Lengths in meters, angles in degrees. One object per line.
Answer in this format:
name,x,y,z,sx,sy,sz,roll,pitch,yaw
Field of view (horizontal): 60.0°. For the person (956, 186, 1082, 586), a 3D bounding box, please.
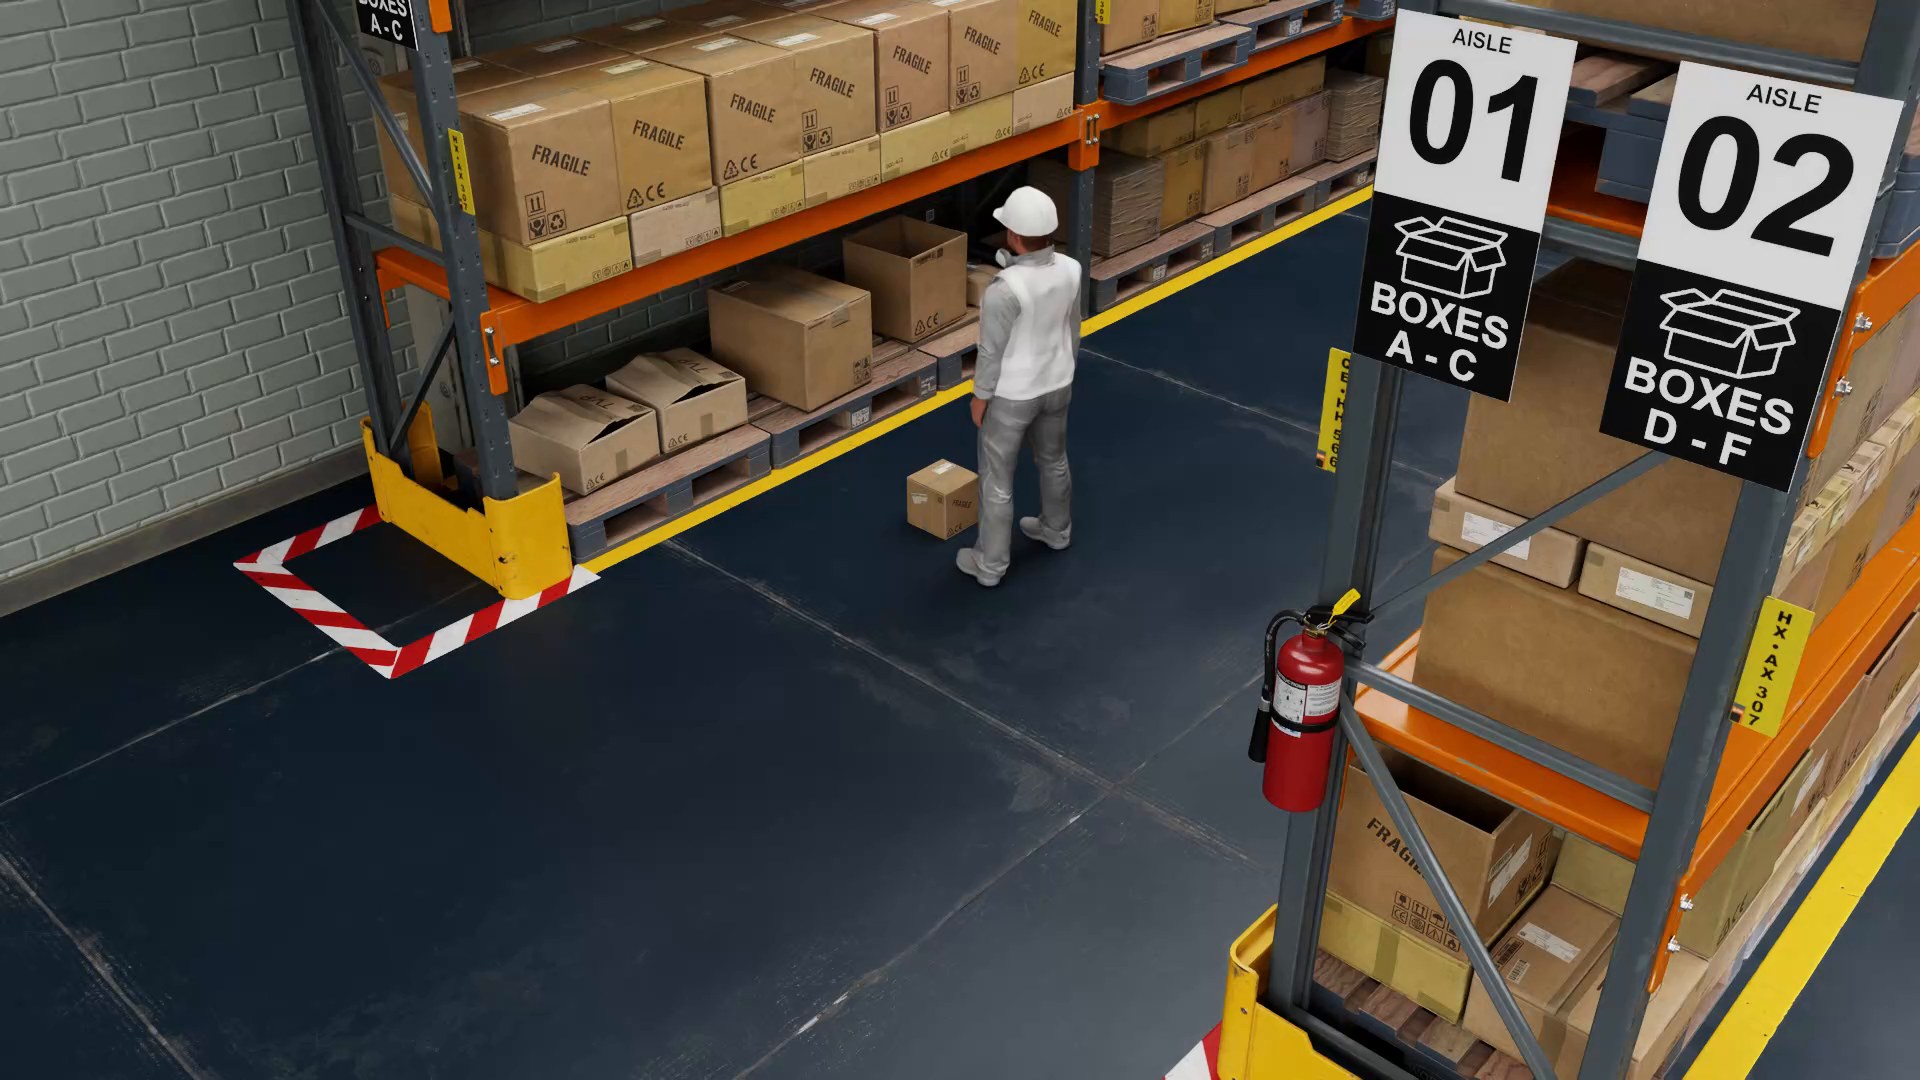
person,0.257,-0.681,7.231,0.589,1.776,0.394,-23,38,-33
